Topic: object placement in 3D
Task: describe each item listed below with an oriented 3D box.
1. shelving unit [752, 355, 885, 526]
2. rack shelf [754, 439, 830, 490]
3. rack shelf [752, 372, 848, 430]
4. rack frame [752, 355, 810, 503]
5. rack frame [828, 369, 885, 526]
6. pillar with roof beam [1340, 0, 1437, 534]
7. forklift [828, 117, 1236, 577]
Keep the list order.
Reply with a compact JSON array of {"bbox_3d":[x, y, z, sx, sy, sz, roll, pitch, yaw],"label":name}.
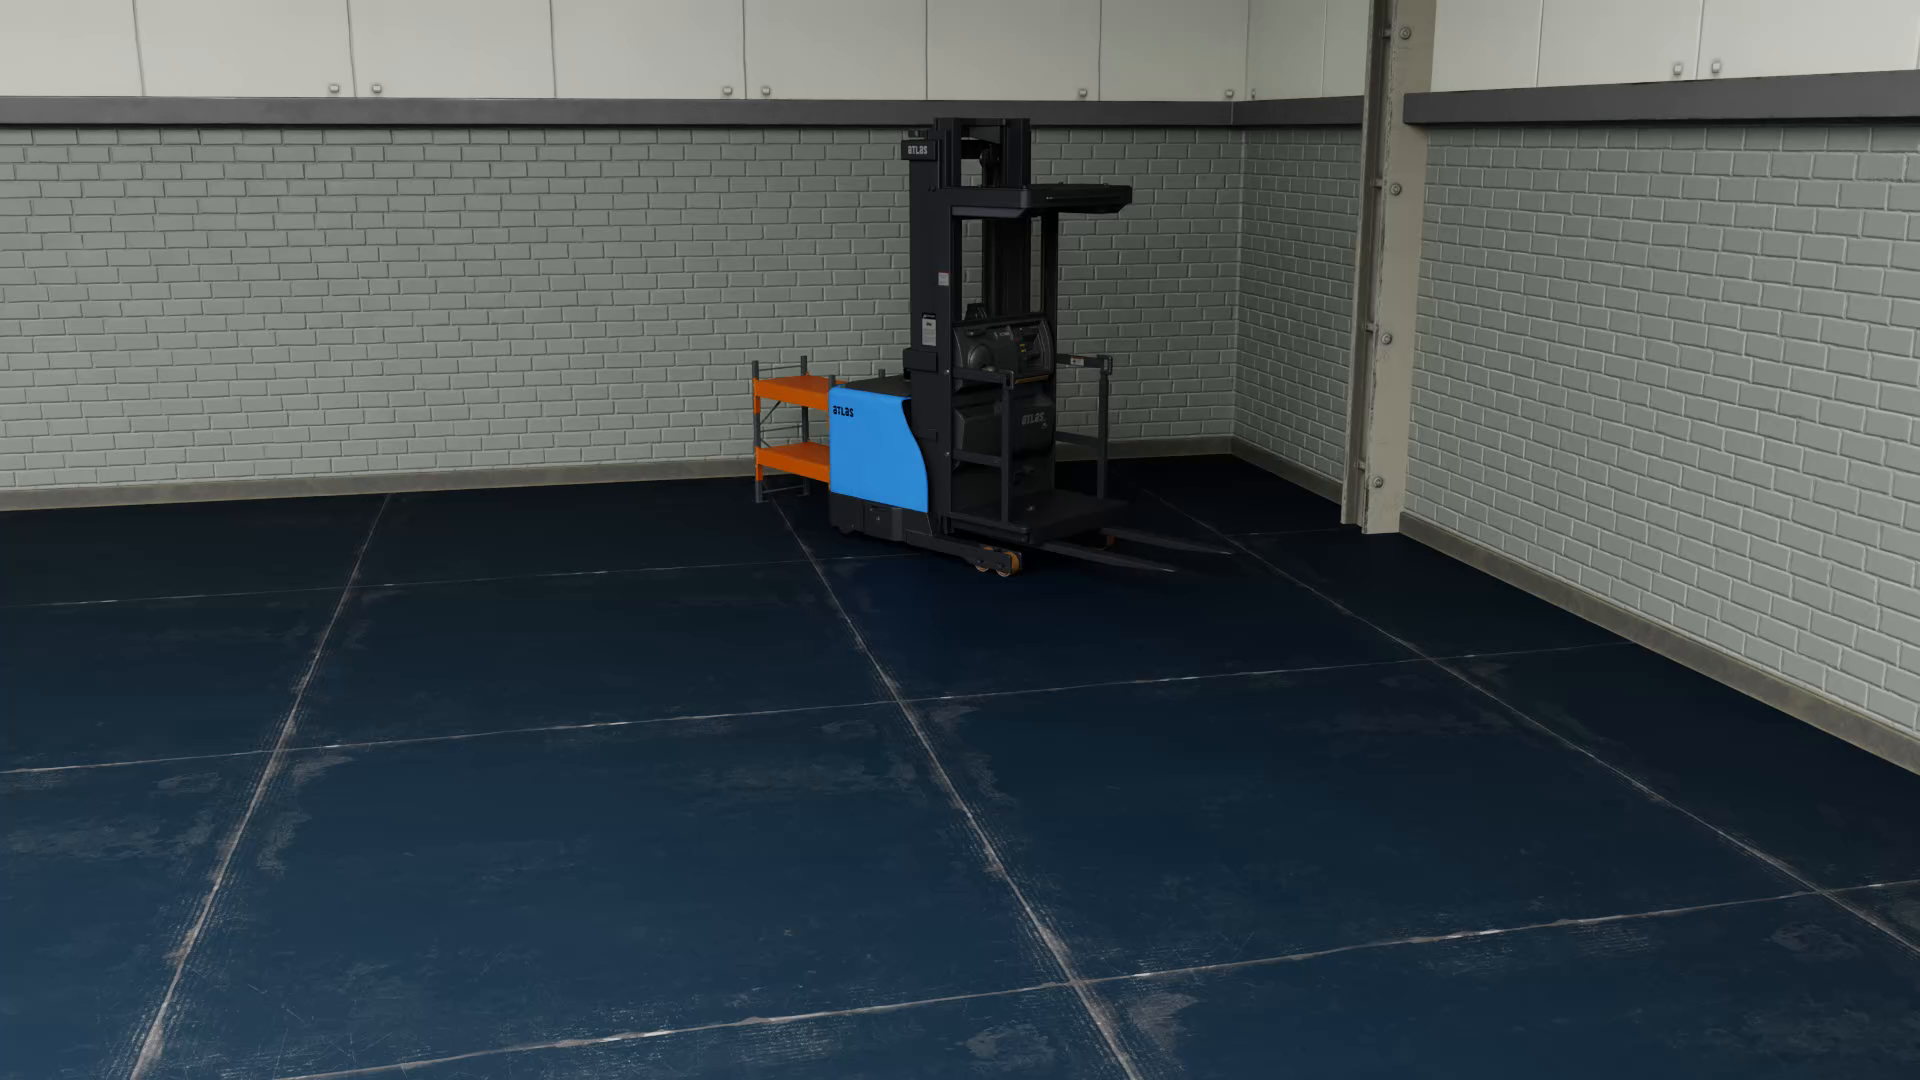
[{"bbox_3d":[-1.085,-0.785,12.769,0.538,1.125,1.048,-11,18,-39],"label":"shelving unit"},{"bbox_3d":[-1.085,-0.547,12.827,0.538,0.278,1.000,-11,18,-39],"label":"rack shelf"},{"bbox_3d":[-1.085,-1.069,12.699,0.538,0.278,1.000,-11,18,-39],"label":"rack shelf"},{"bbox_3d":[-1.412,-0.877,13.147,0.500,1.125,0.032,-11,18,-39],"label":"rack frame"},{"bbox_3d":[-0.758,-0.692,12.390,0.500,1.125,0.032,-11,18,-39],"label":"rack frame"},{"bbox_3d":[-1.136,-4.229,10.274,9.100,9.000,0.400,-3,14,-13],"label":"pillar with roof beam"},{"bbox_3d":[0.453,-1.321,11.157,3.031,2.935,1.130,13,19,42],"label":"forklift"}]
